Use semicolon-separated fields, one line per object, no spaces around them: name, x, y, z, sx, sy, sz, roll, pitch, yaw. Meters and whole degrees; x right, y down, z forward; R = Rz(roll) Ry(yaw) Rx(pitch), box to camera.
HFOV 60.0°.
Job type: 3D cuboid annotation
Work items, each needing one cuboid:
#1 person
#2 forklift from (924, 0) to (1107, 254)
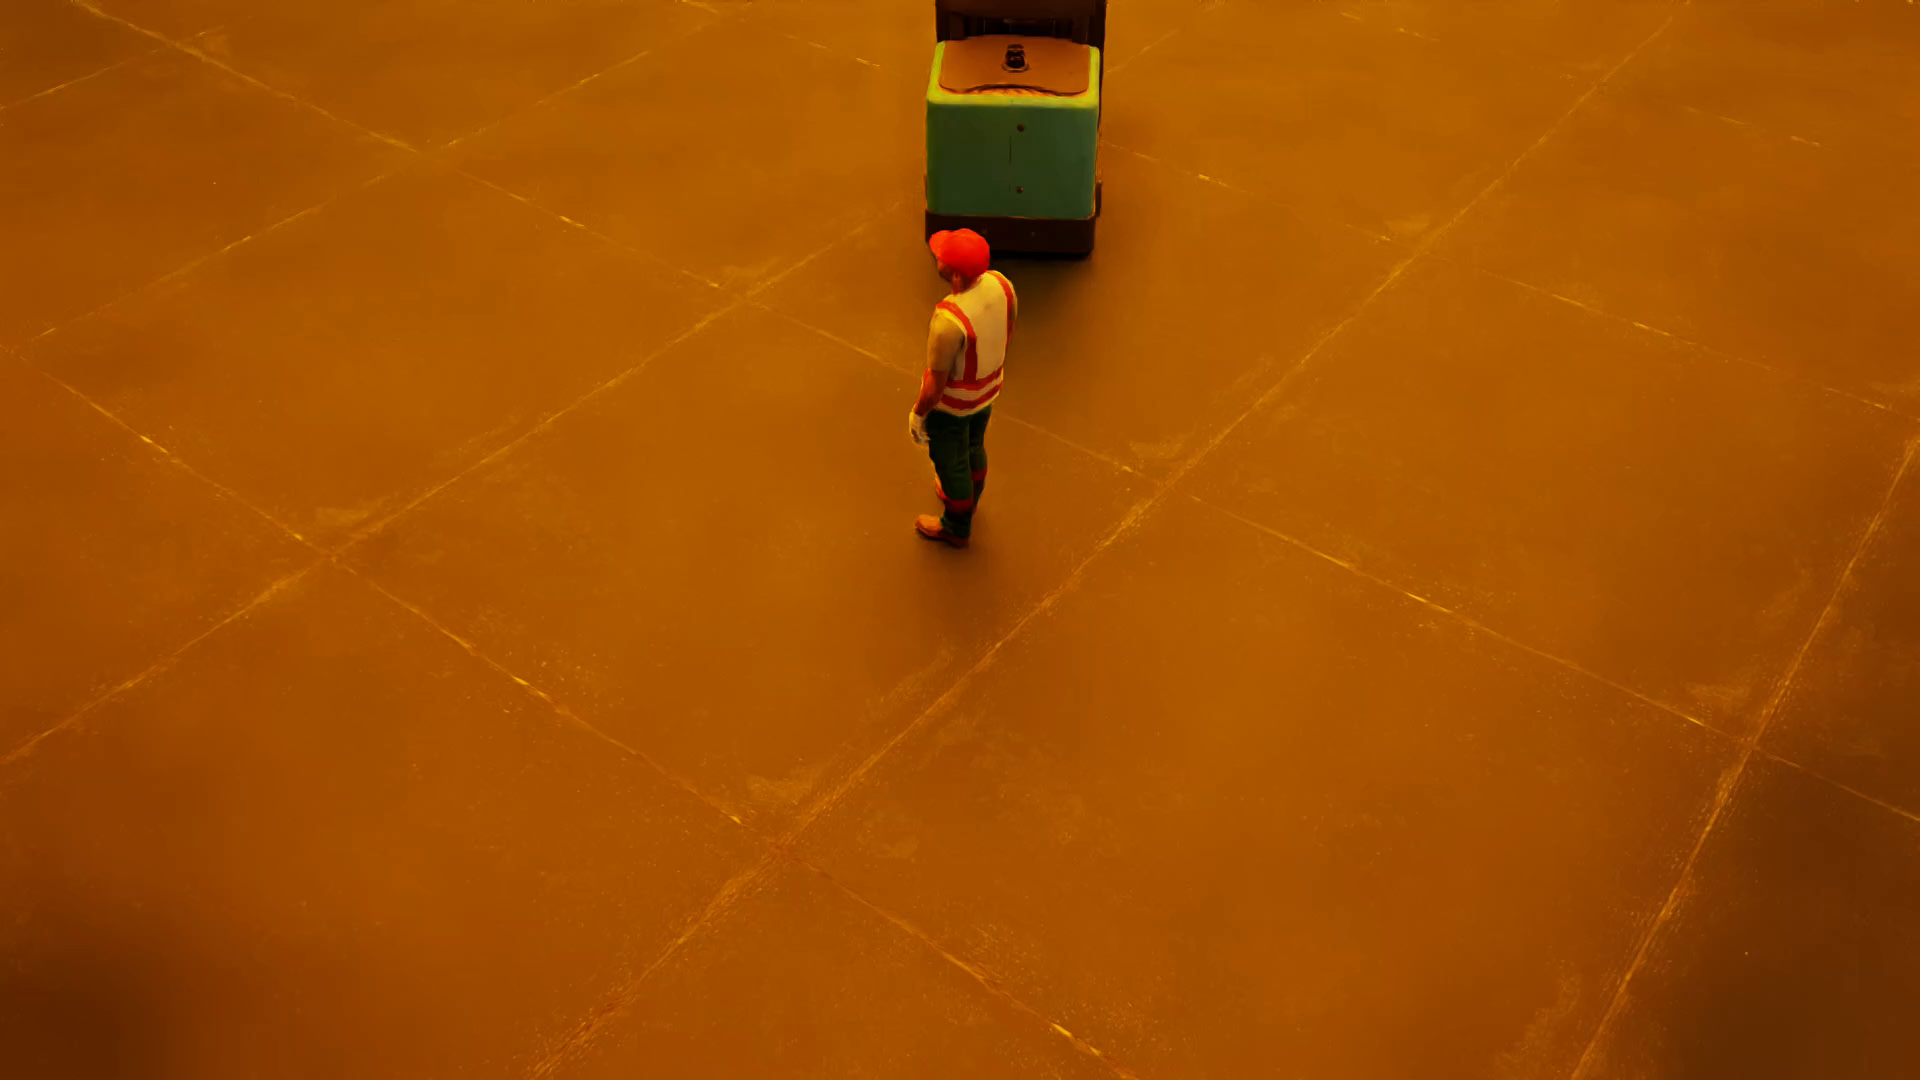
person;-0.057;-0.723;7.792;0.563;1.787;0.637;26;47;28
forklift;0.409;-3.834;10.572;1.130;2.935;3.031;3;41;3
